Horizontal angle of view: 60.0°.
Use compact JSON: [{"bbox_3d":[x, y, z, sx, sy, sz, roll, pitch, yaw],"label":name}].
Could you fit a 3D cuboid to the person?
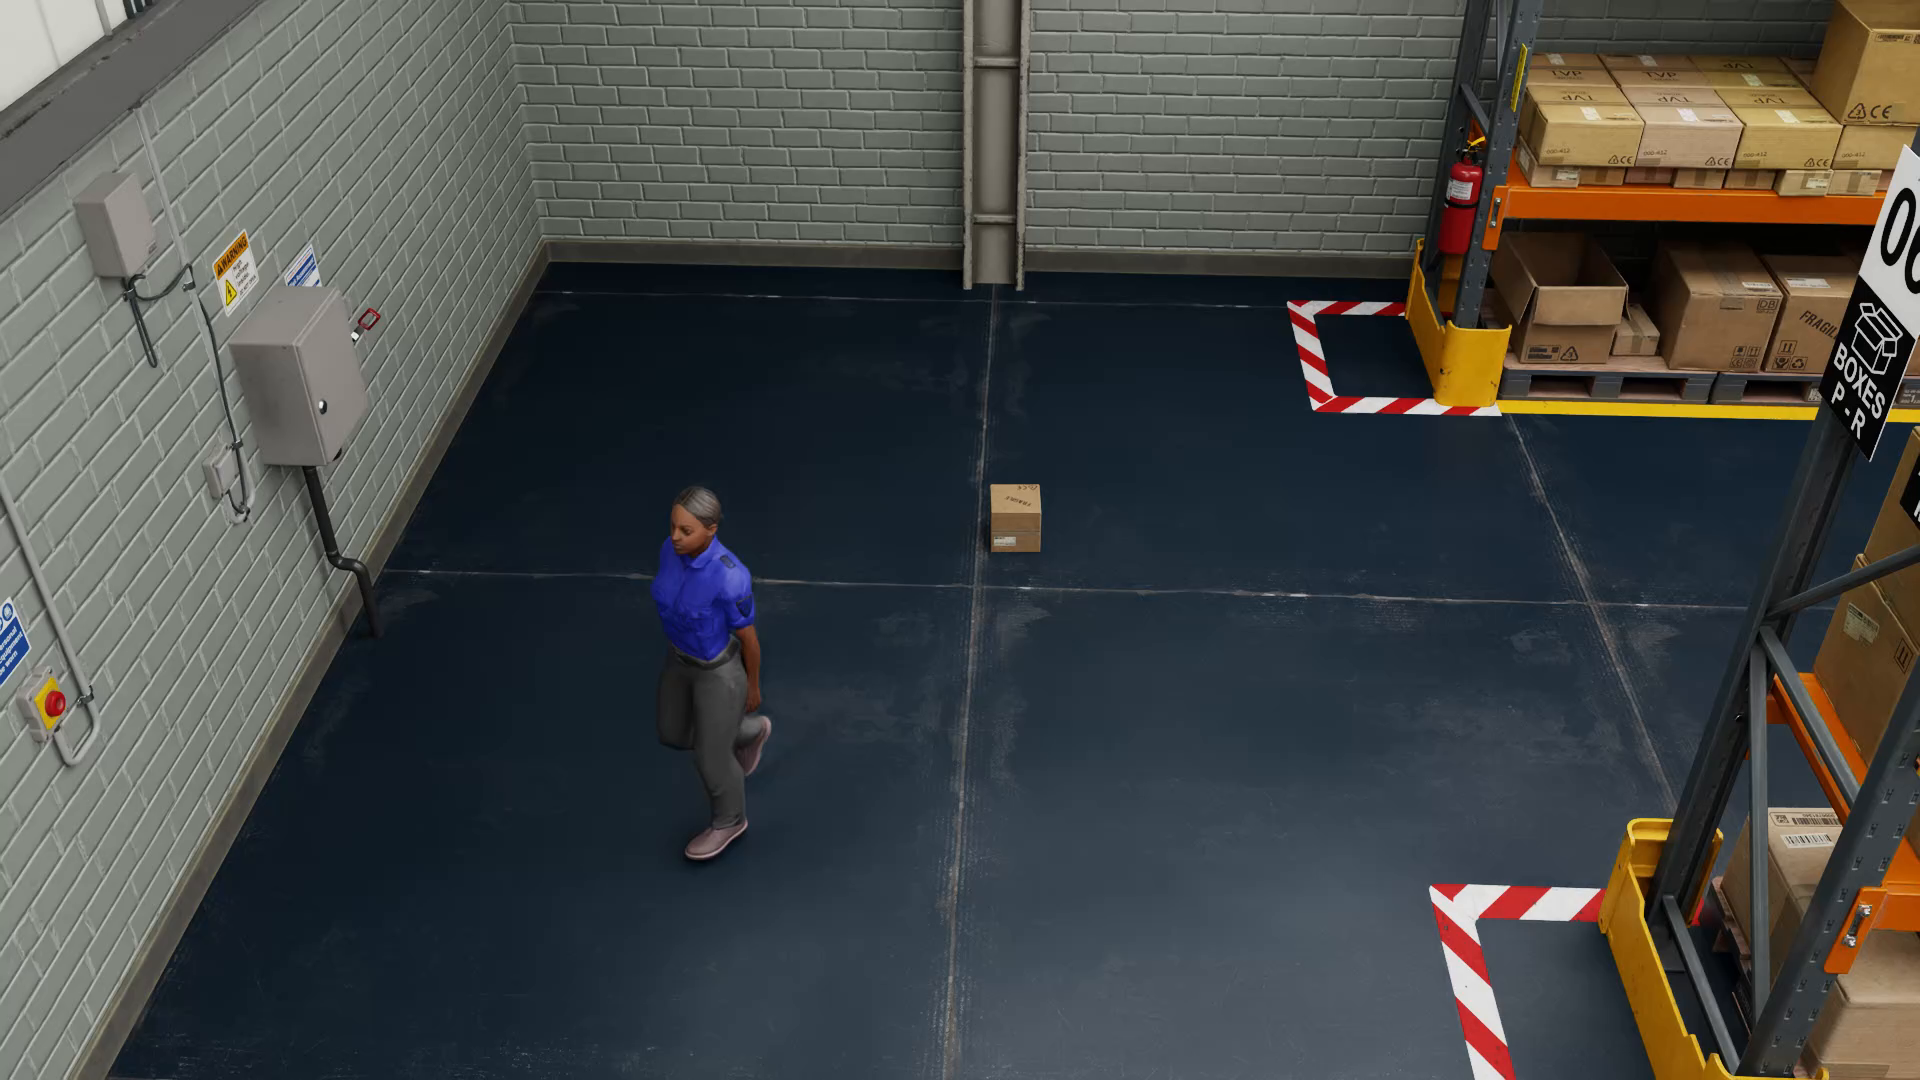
[{"bbox_3d":[-0.938,0.475,6.423,0.442,1.640,0.592,28,44,33],"label":"person"}]
